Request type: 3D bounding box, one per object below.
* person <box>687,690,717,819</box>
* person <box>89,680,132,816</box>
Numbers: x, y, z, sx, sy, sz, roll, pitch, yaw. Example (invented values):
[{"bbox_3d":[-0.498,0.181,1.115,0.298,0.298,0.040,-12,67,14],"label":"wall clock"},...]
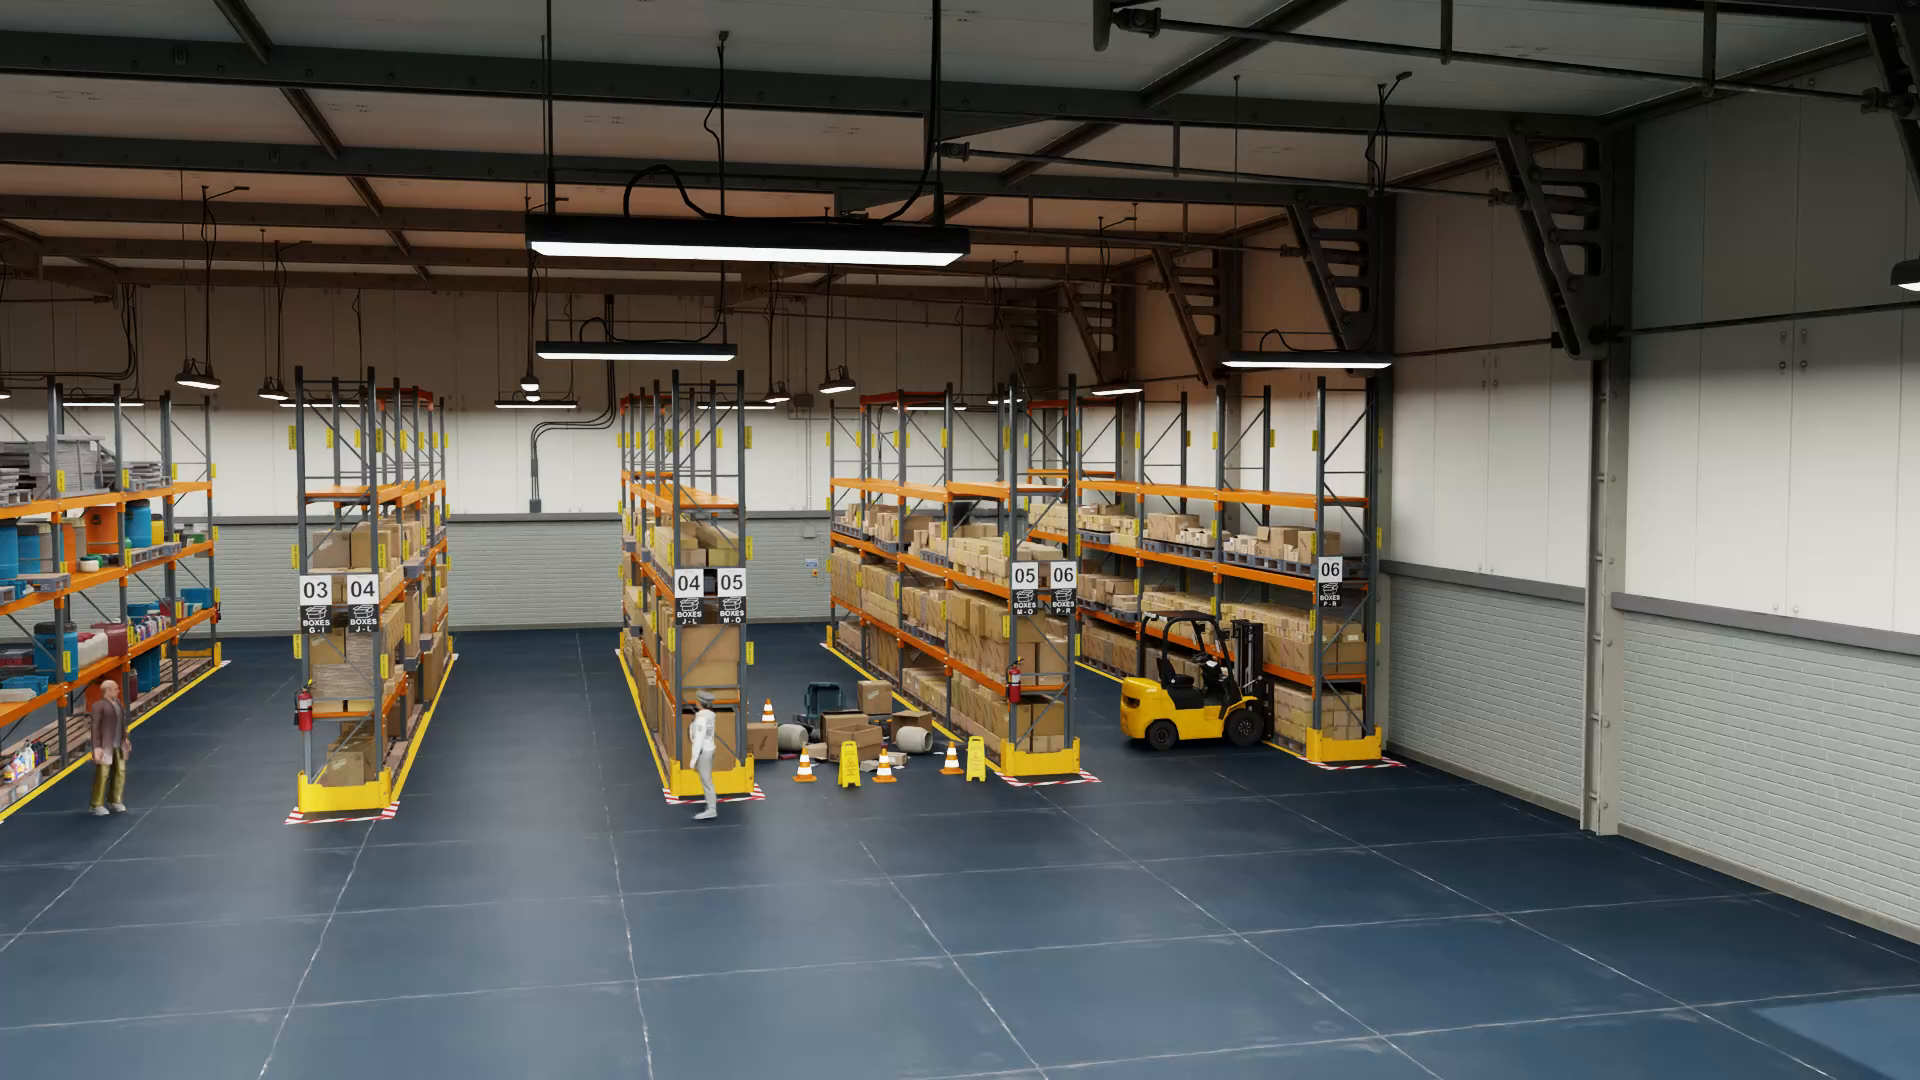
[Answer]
[{"bbox_3d":[-3.408,2.855,22.041,0.373,1.713,0.537,0,3,3],"label":"person"},{"bbox_3d":[-11.460,2.774,22.376,0.431,1.797,0.637,1,4,19],"label":"person"}]
